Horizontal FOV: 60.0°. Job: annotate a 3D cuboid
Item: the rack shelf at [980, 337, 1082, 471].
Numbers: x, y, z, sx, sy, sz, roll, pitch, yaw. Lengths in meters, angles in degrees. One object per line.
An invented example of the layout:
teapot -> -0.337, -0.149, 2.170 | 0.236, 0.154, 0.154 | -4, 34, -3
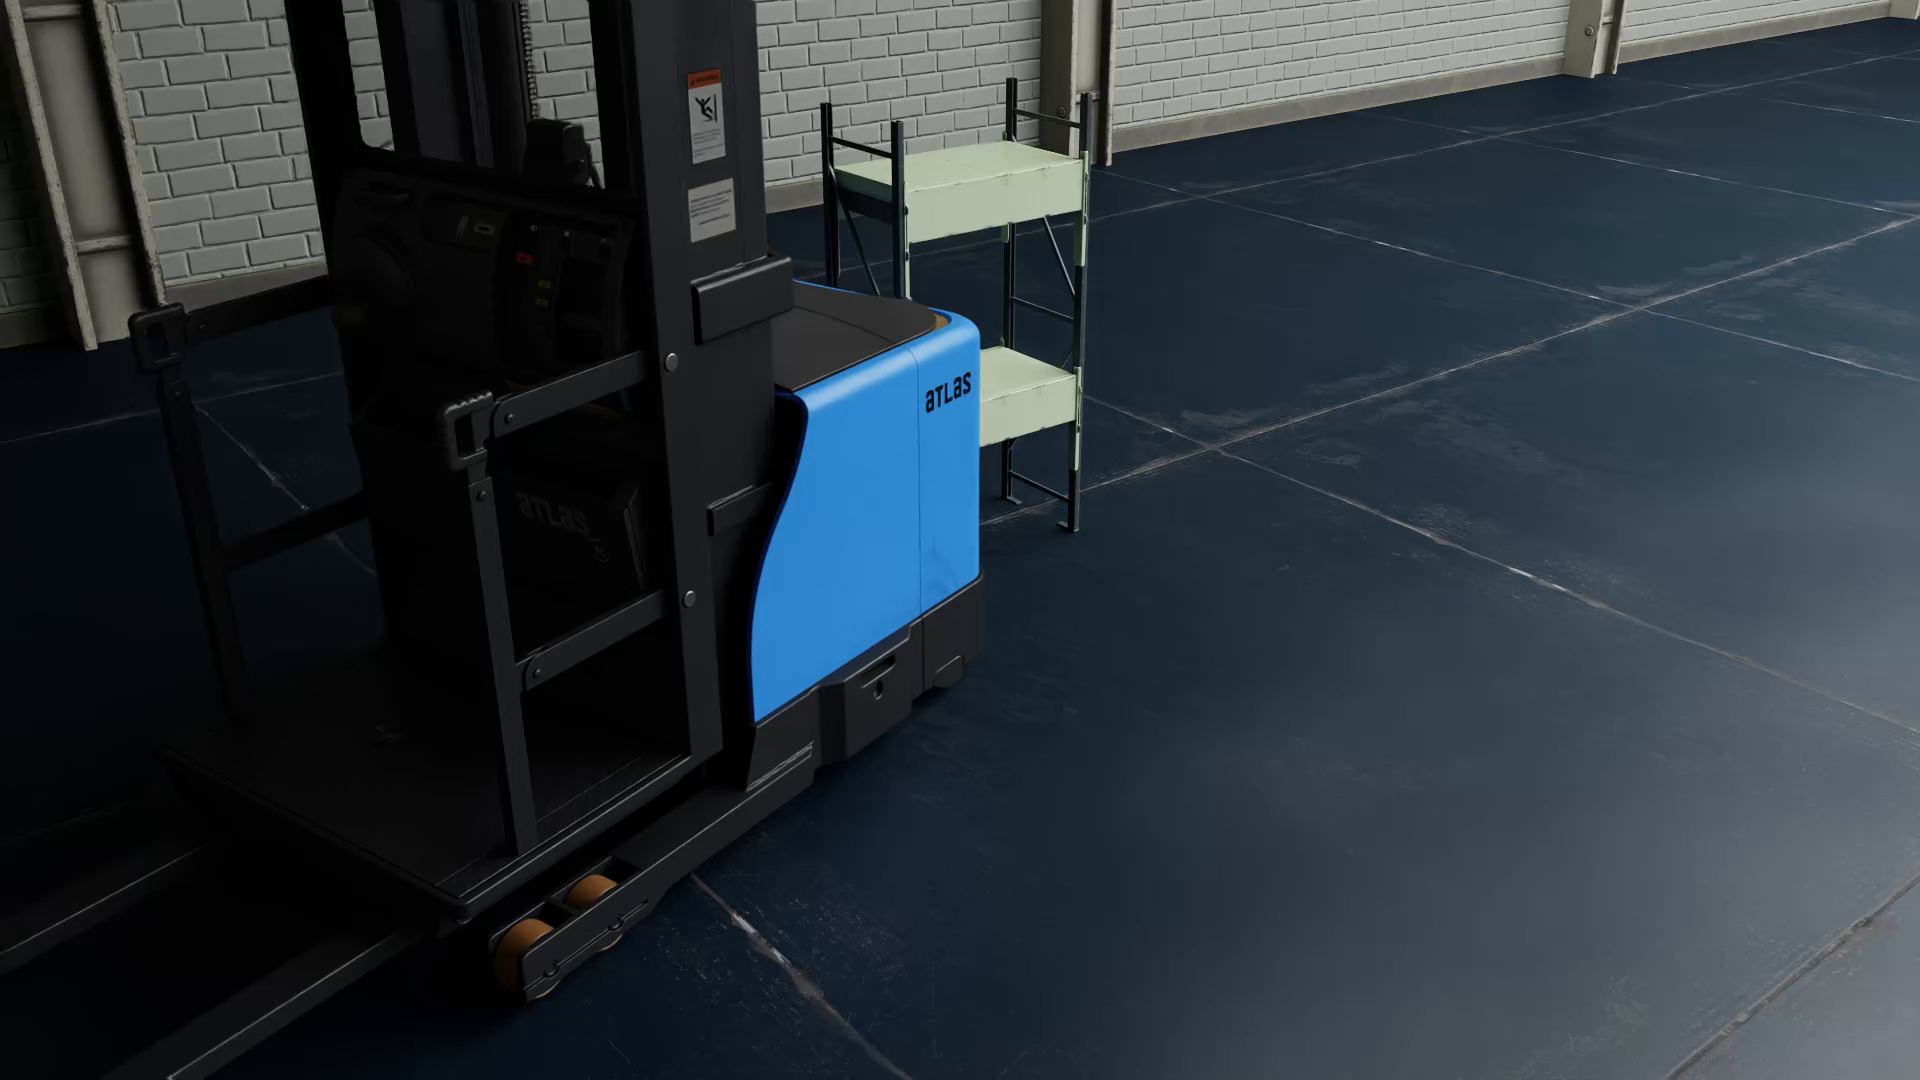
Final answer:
rack shelf -> -0.005, -0.383, 5.568 | 0.720, 0.370, 0.431 | -18, 31, -34

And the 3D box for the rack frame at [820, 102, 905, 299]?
rack frame -> -0.293, -0.583, 5.226 | 0.023, 1.500, 0.400 | -18, 31, -34

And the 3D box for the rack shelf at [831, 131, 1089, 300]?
rack shelf -> -0.005, -1.033, 5.266 | 0.720, 0.370, 0.431 | -18, 31, -34

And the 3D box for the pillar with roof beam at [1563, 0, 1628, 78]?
pillar with roof beam -> 8.152, -6.741, 9.584 | 0.400, 9.000, 9.100 | -18, 31, -34

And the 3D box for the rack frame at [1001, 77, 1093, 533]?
rack frame -> 0.283, -0.774, 5.635 | 0.023, 1.500, 0.400 | -18, 31, -34

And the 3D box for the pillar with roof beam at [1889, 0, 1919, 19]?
pillar with roof beam -> 12.873, -8.299, 12.943 | 0.400, 9.000, 9.100 | -18, 31, -34

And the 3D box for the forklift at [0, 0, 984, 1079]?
forklift -> -1.178, -0.565, 3.486 | 1.130, 2.935, 3.031 | 16, 29, 31

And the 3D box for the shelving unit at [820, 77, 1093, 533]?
shelving unit -> -0.005, -0.679, 5.431 | 0.755, 1.500, 0.431 | -18, 31, -34

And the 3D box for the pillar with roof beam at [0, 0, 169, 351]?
pillar with roof beam -> -1.291, -3.623, 2.868 | 0.400, 9.000, 9.100 | -18, 31, -34

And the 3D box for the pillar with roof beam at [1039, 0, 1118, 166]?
pillar with roof beam -> 3.430, -5.182, 6.226 | 0.400, 9.000, 9.100 | -18, 31, -34
